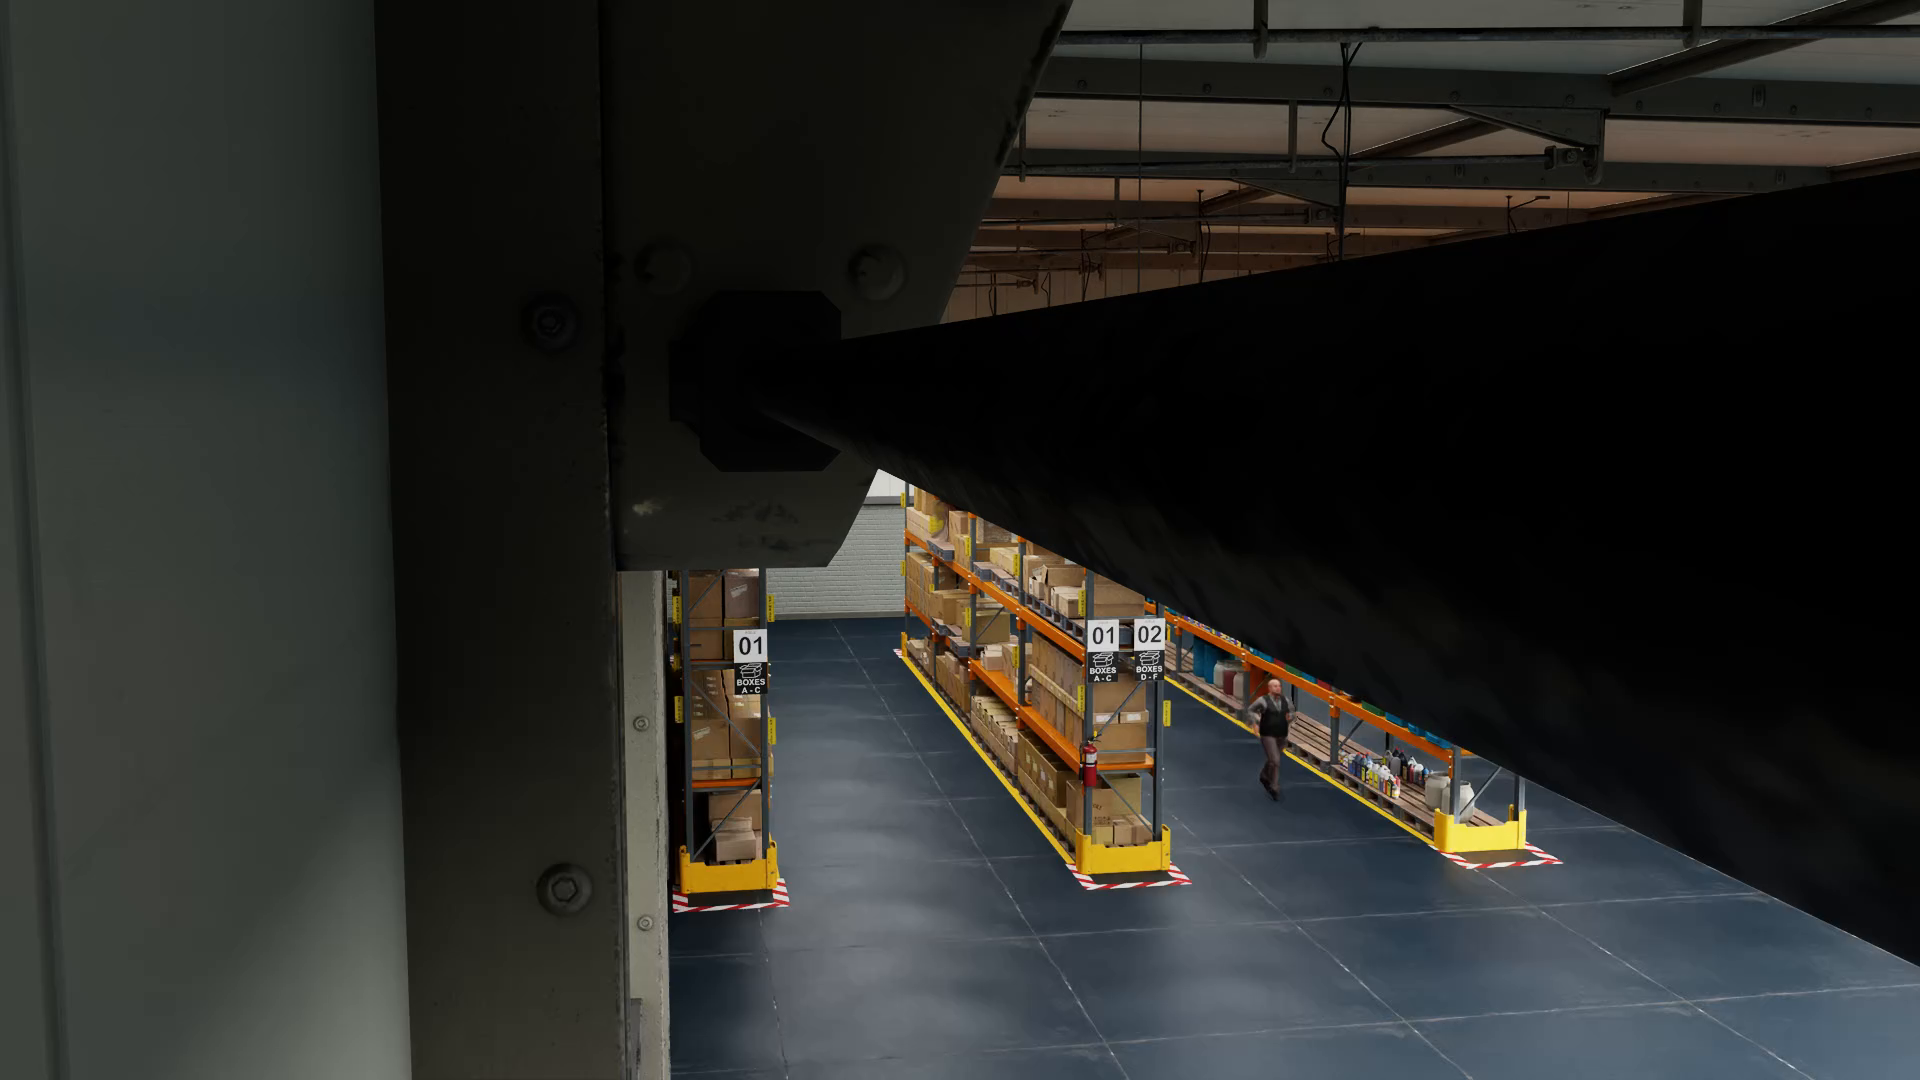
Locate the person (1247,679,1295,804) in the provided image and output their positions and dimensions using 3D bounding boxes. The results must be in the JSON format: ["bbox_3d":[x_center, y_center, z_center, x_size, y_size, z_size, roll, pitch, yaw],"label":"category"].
[{"bbox_3d":[4.613,2.929,24.512,0.635,1.777,0.800,-3,6,-24],"label":"person"}]
